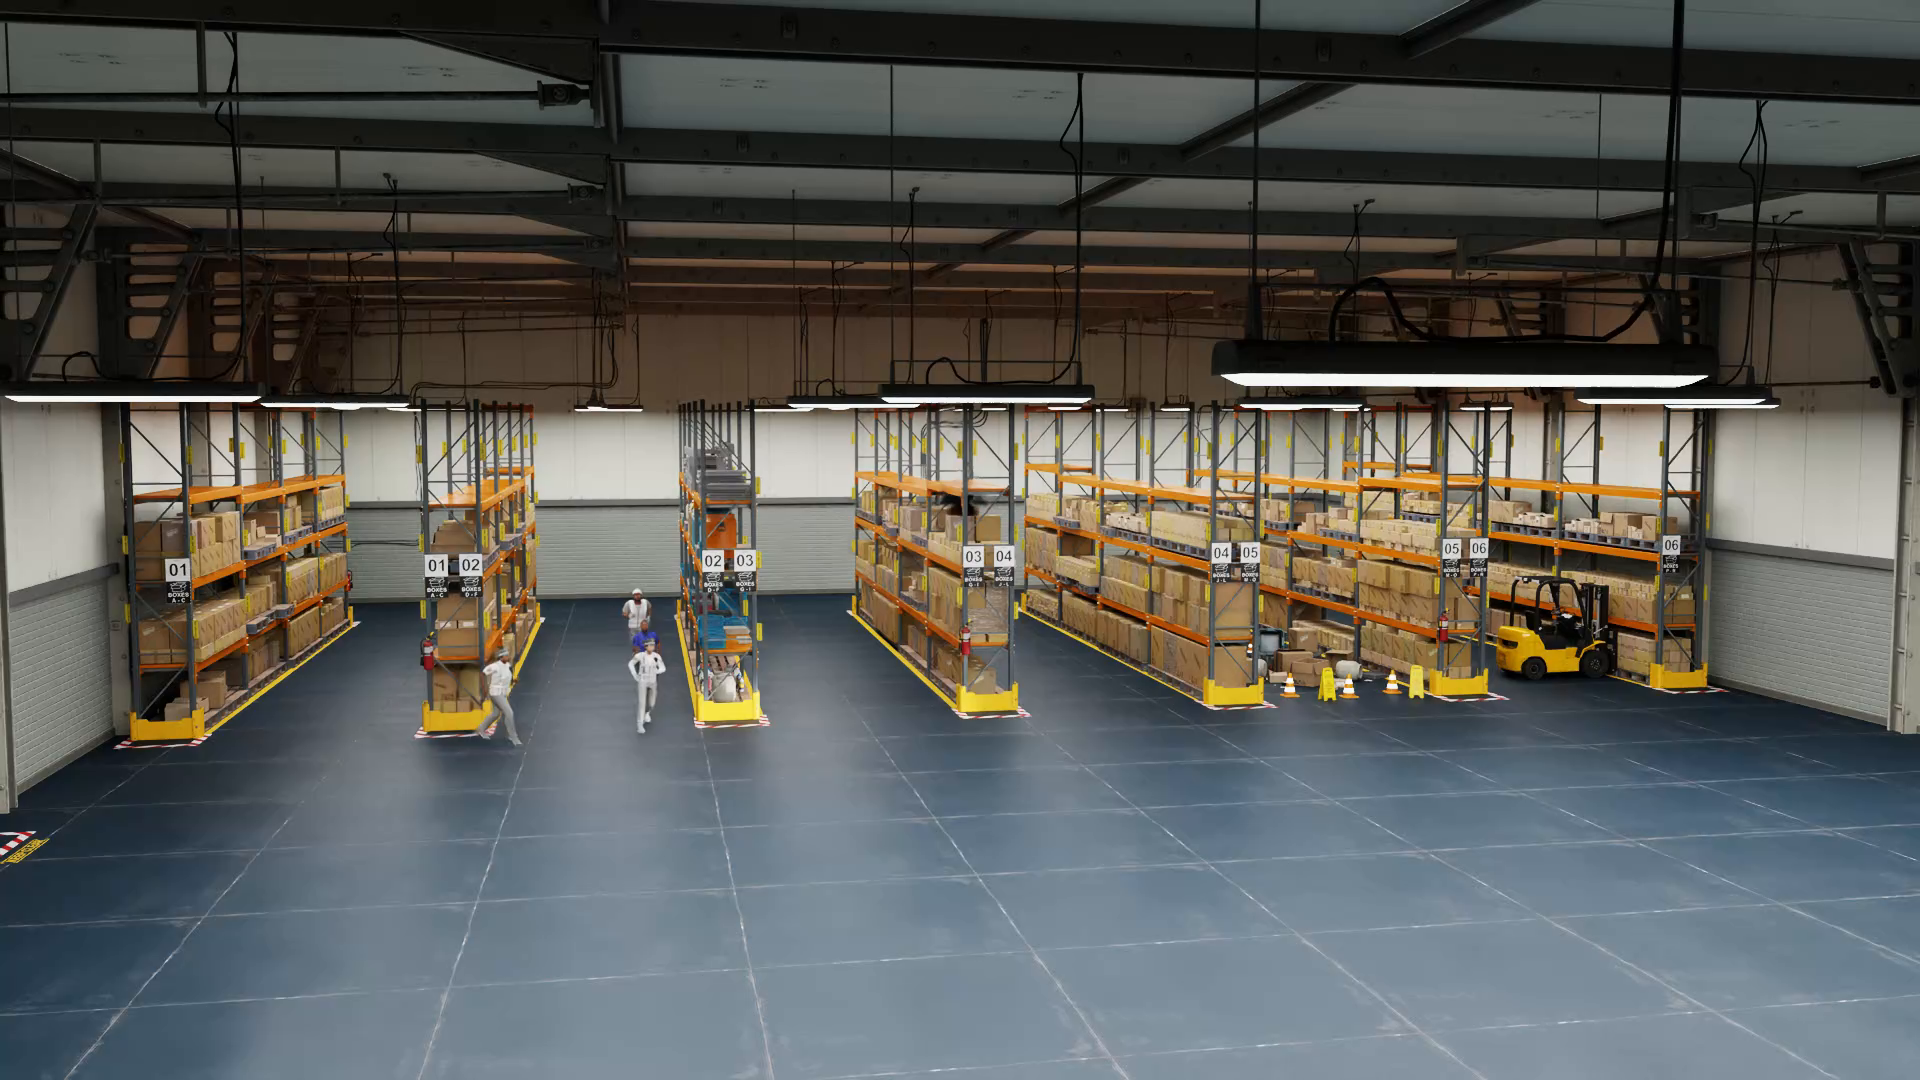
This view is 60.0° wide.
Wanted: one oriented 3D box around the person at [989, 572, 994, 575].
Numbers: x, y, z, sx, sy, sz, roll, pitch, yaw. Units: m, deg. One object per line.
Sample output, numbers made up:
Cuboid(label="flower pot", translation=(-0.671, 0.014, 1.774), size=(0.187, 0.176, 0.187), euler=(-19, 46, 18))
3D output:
Cuboid(label="person", translation=(0.936, 1.361, 46.633), size=(0.732, 1.725, 0.761), euler=(-1, 4, -13))

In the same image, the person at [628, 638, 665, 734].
Cuboid(label="person", translation=(-5.675, 2.618, 30.304), size=(0.633, 1.679, 0.875), euler=(-2, 5, -27))

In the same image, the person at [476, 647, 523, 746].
Cuboid(label="person", translation=(-8.017, 2.713, 28.847), size=(0.913, 1.733, 0.600), euler=(1, 5, 17))

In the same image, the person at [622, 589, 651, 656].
Cuboid(label="person", translation=(-7.319, 2.008, 37.646), size=(0.646, 1.837, 0.970), euler=(-1, 4, -8))

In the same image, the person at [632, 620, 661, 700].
Cuboid(label="person", translation=(-6.228, 2.403, 33.086), size=(0.569, 1.627, 0.655), euler=(-1, 4, -13))
